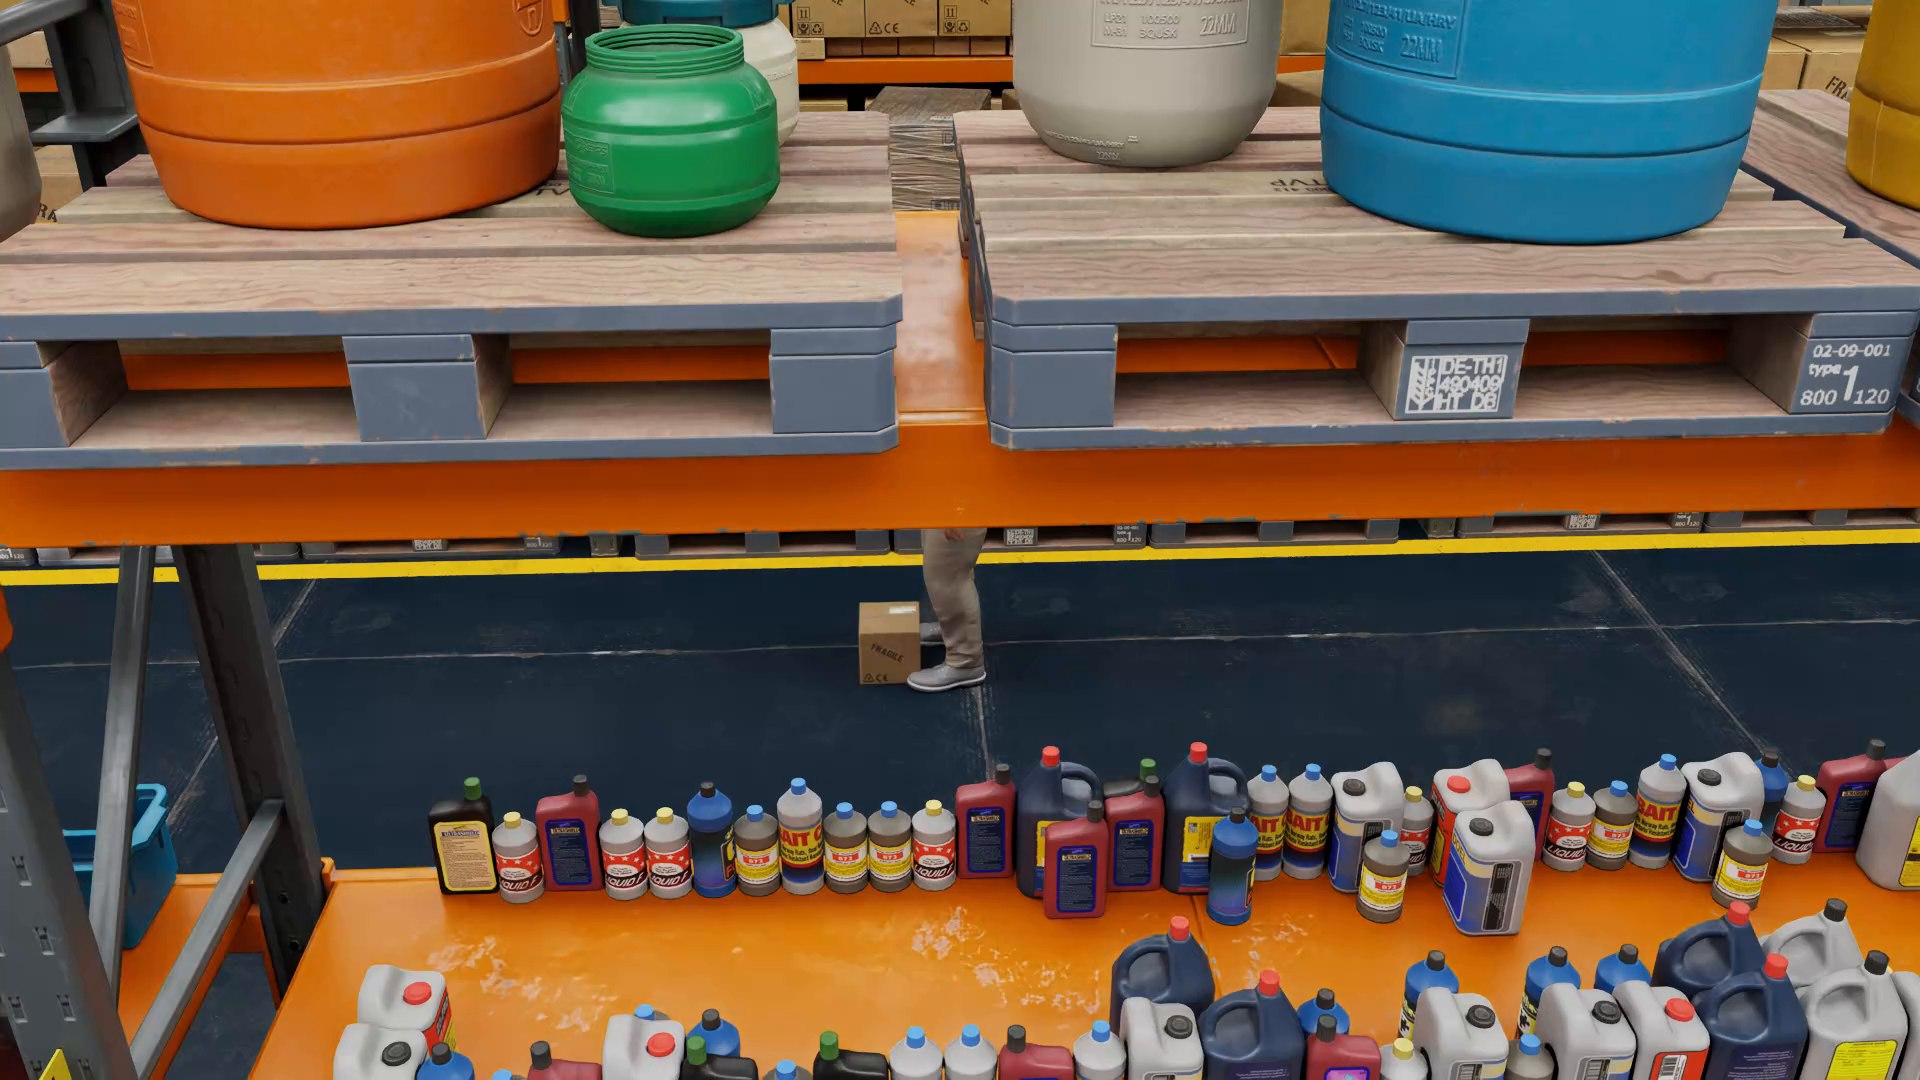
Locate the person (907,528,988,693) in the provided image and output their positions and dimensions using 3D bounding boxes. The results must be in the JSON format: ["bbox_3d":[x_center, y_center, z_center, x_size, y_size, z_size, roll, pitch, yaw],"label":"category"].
[{"bbox_3d":[-0.034,-0.236,6.592,0.393,1.725,0.590,-2,27,-4],"label":"person"}]
